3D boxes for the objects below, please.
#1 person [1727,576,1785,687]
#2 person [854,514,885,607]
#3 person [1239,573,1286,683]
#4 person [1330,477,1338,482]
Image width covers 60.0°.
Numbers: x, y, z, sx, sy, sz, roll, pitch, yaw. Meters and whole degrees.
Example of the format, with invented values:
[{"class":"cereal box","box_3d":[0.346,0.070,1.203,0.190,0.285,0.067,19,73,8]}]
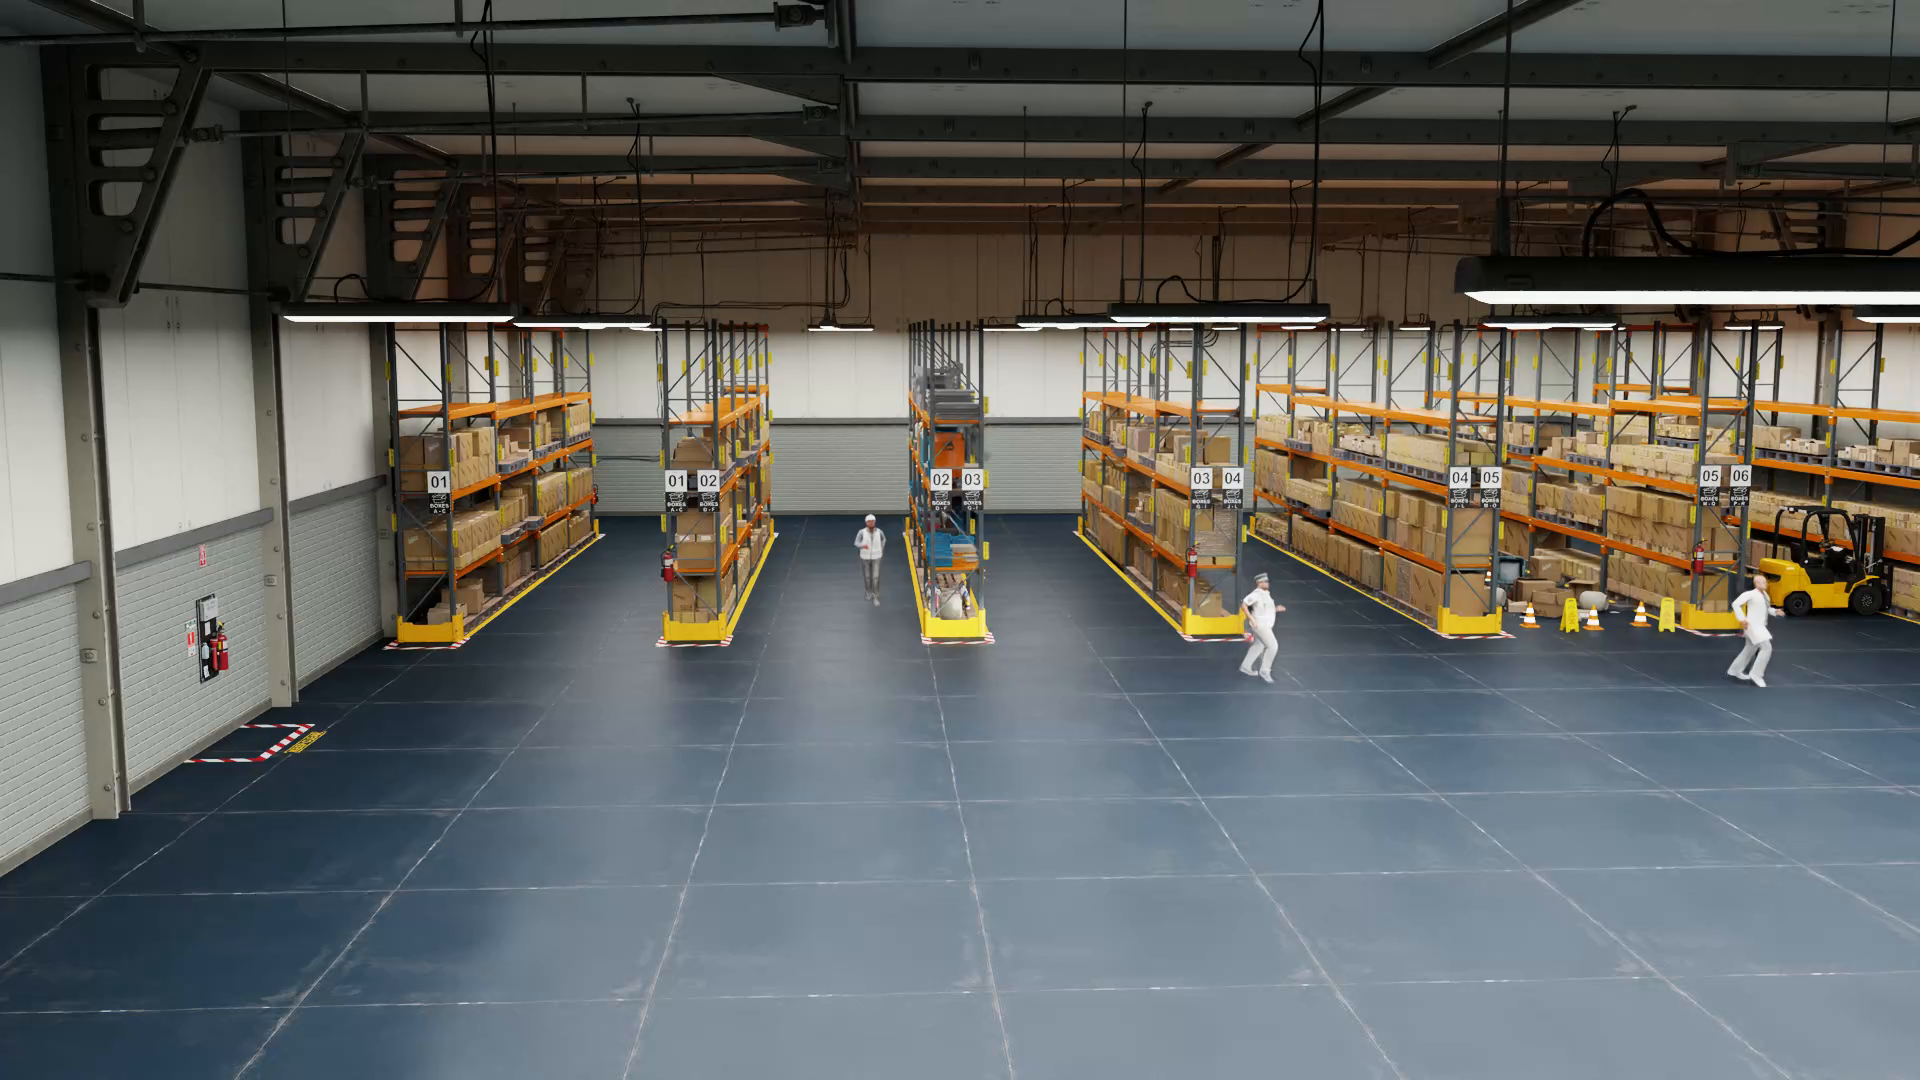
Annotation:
[{"class":"person","box_3d":[13.072,1.493,27.310,0.836,1.839,0.688,6,9,41]},{"class":"person","box_3d":[-1.822,0.395,33.726,0.640,1.842,0.760,-1,7,-4]},{"class":"person","box_3d":[5.010,1.456,27.577,0.768,1.850,0.631,3,8,22]},{"class":"person","box_3d":[11.119,-1.113,49.198,0.590,1.575,0.535,0,7,-3]}]
